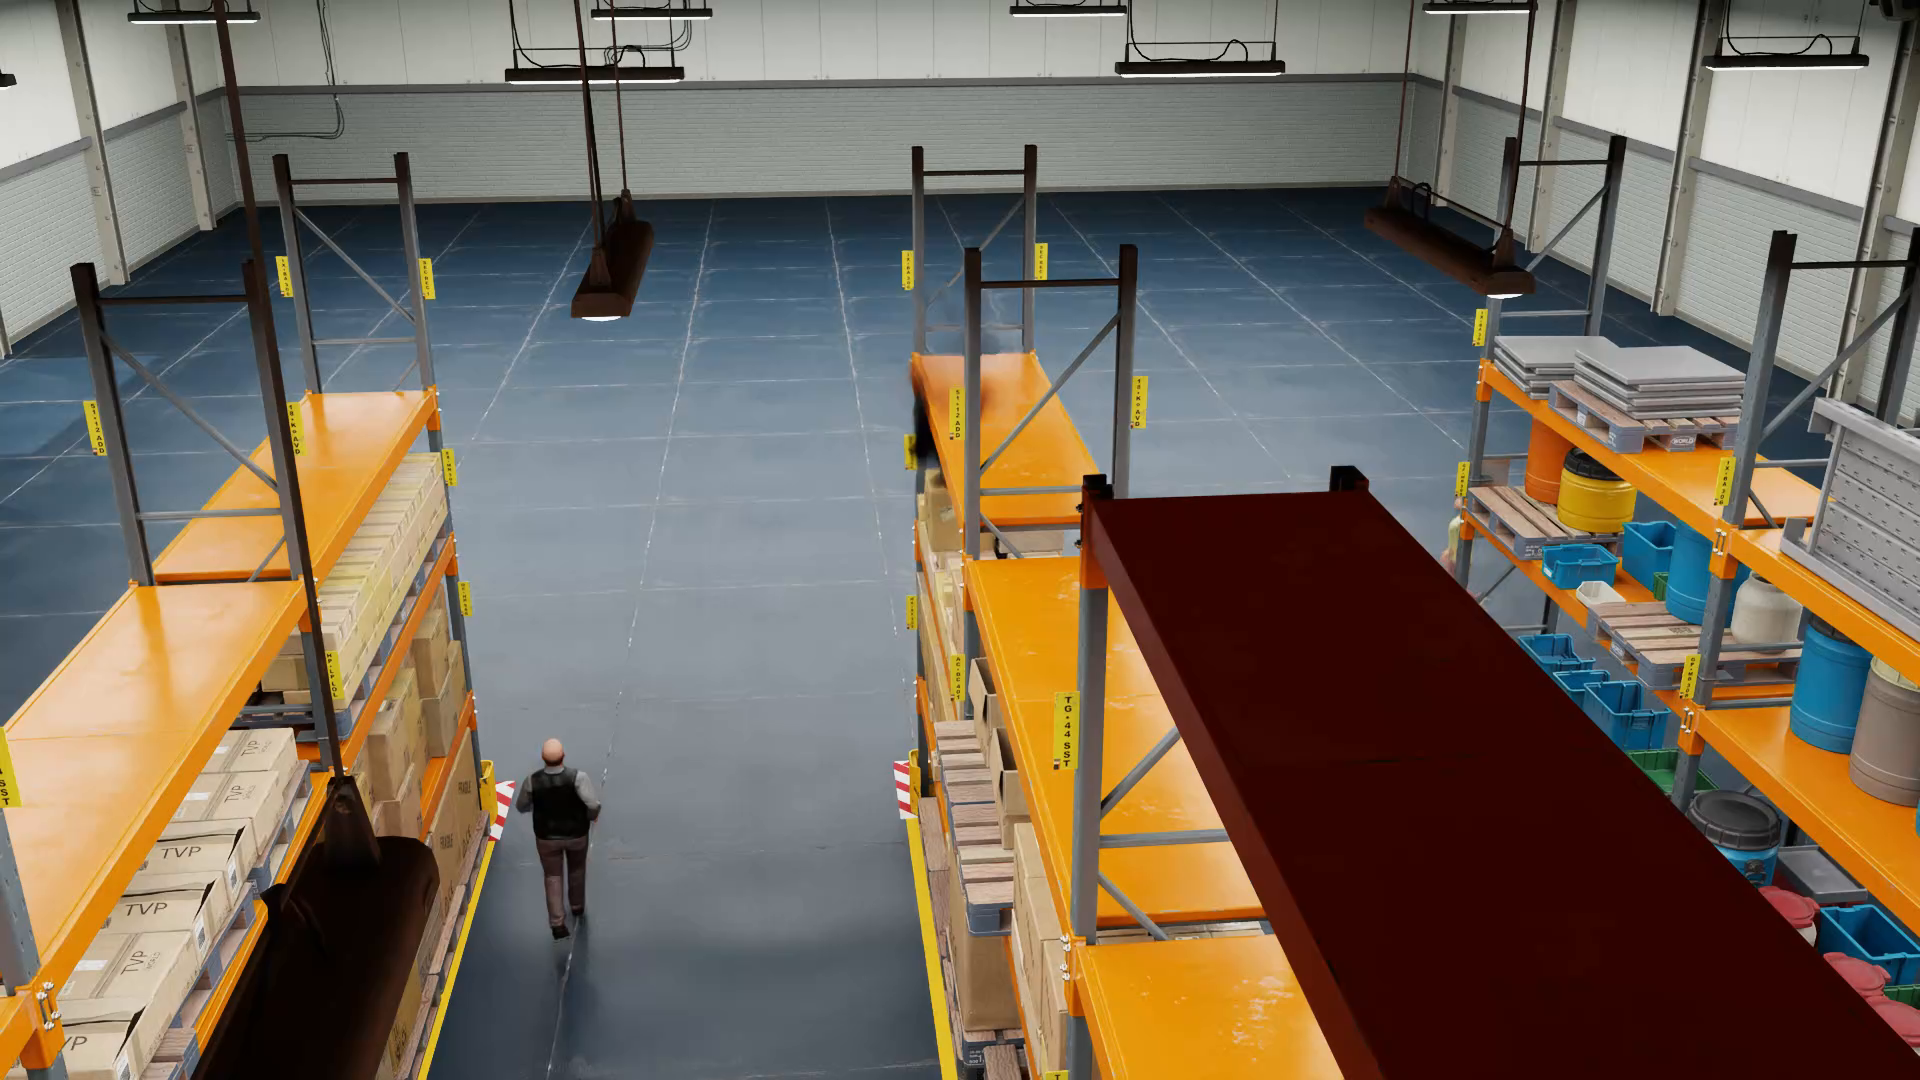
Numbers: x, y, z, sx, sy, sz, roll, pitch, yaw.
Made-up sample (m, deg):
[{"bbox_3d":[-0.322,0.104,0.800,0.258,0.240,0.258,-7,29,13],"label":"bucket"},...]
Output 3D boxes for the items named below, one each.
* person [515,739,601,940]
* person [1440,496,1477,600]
[{"bbox_3d":[-3.186,2.362,13.309,0.671,1.708,0.844,-4,22,-10],"label":"person"},{"bbox_3d":[5.708,0.209,18.913,0.535,1.632,0.575,8,23,19],"label":"person"}]
